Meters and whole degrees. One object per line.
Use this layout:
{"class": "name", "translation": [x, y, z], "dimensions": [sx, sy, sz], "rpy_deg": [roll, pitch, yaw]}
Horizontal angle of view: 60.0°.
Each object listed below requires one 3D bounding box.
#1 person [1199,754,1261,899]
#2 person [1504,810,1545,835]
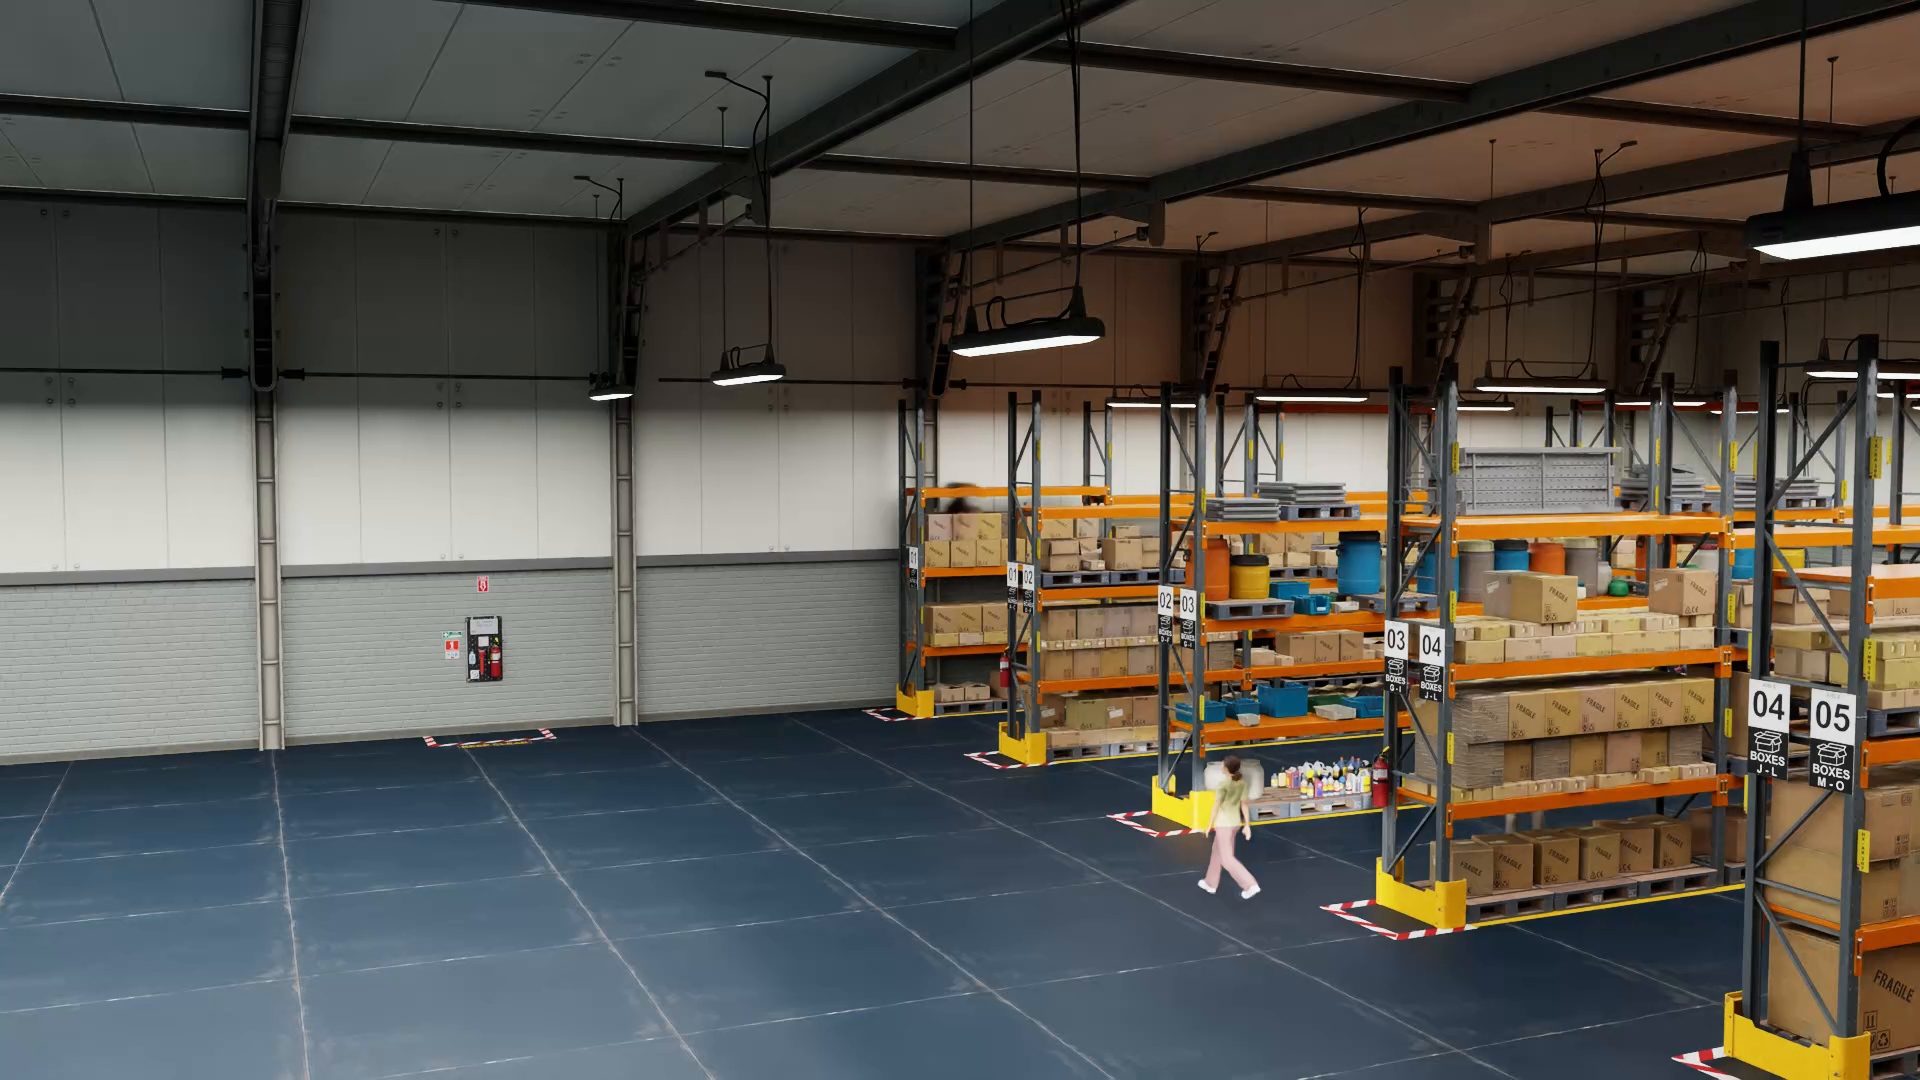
{"class": "person", "translation": [3.024, 3.243, 18.799], "dimensions": [0.982, 1.637, 0.434], "rpy_deg": [3, 4, 42]}
{"class": "person", "translation": [7.164, 3.068, 21.139], "dimensions": [0.598, 1.728, 0.473], "rpy_deg": [-1, 3, -14]}
